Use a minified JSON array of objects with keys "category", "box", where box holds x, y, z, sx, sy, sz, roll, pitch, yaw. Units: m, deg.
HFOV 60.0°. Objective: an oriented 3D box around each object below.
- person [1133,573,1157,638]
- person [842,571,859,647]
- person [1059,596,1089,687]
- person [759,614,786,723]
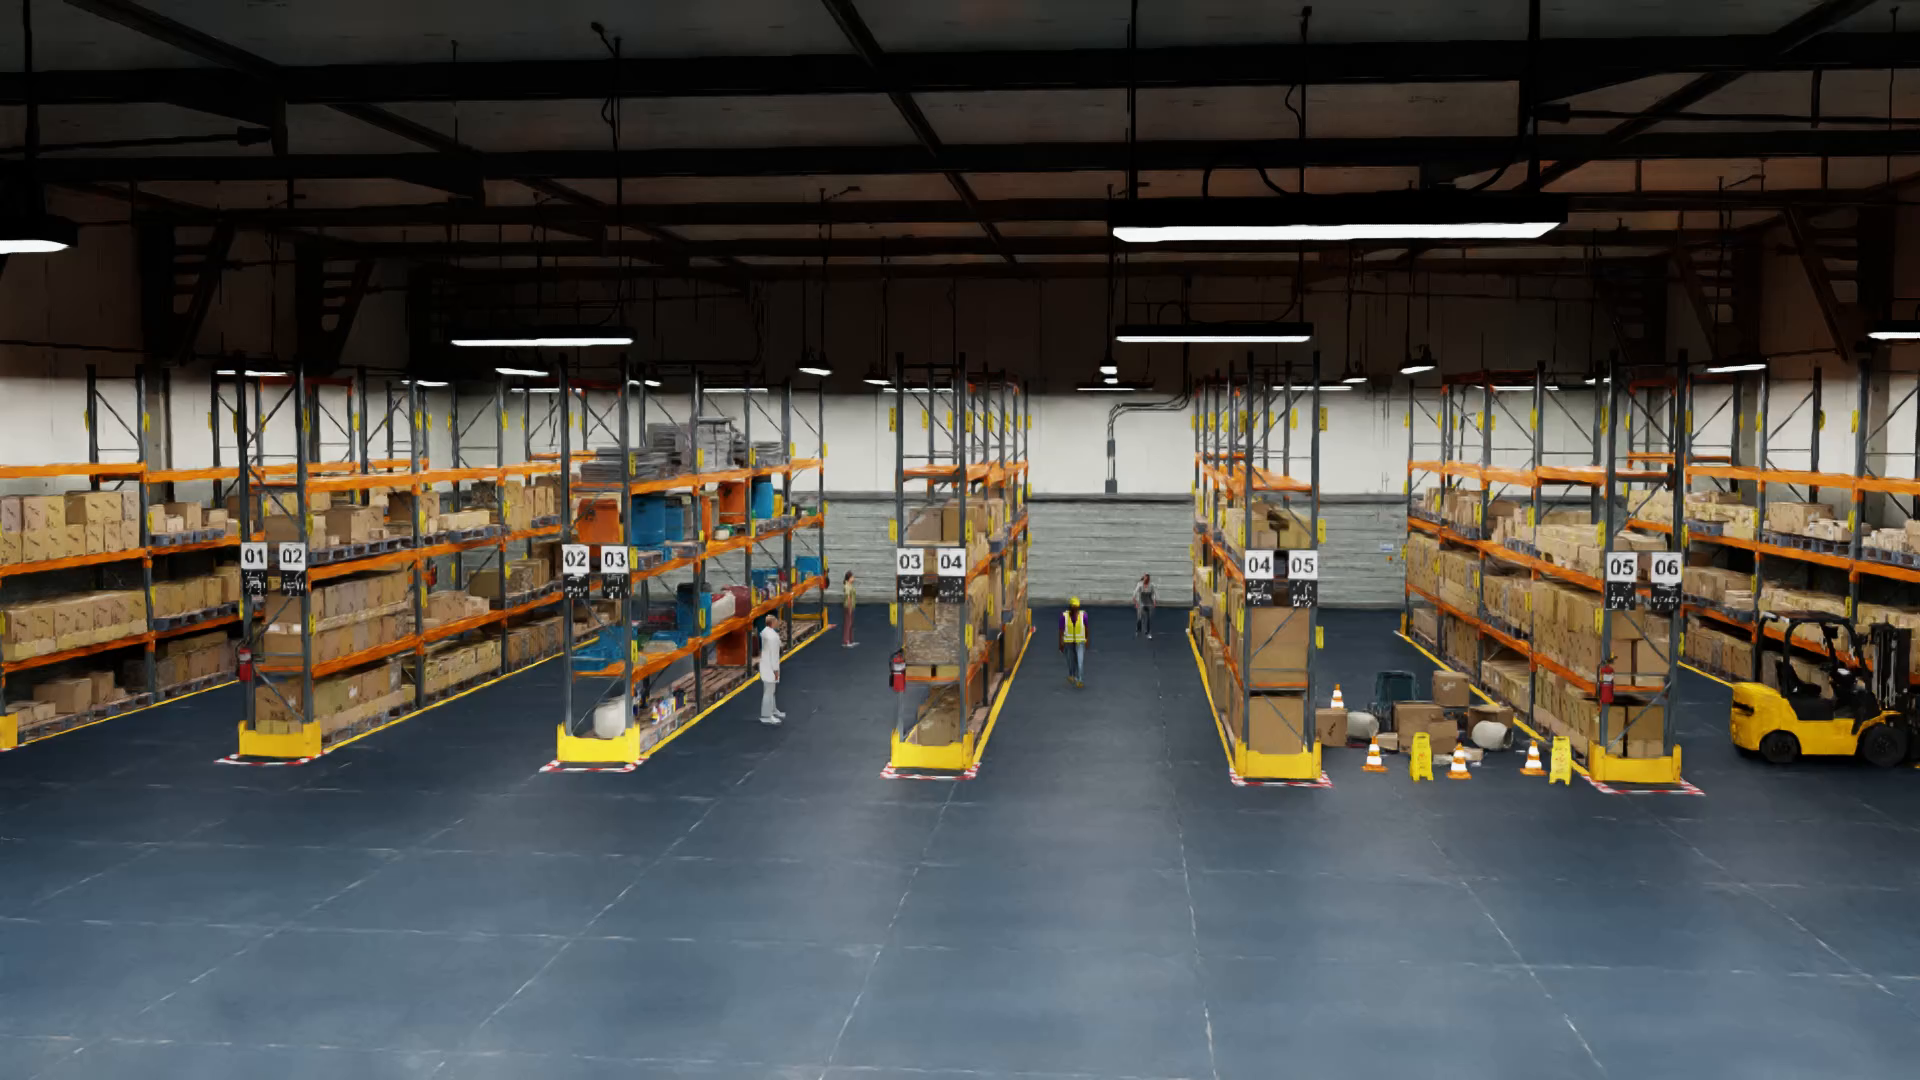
[{"category":"person","box":[4.270,1.526,38.419,0.566,1.508,0.519,0,4,3]},{"category":"person","box":[-2.439,1.523,36.933,0.388,1.673,0.559,-1,4,-7]},{"category":"person","box":[2.151,1.908,31.521,0.577,1.691,1.121,1,4,8]},{"category":"person","box":[-3.106,2.121,27.716,0.519,1.784,0.654,-2,4,-21]}]
